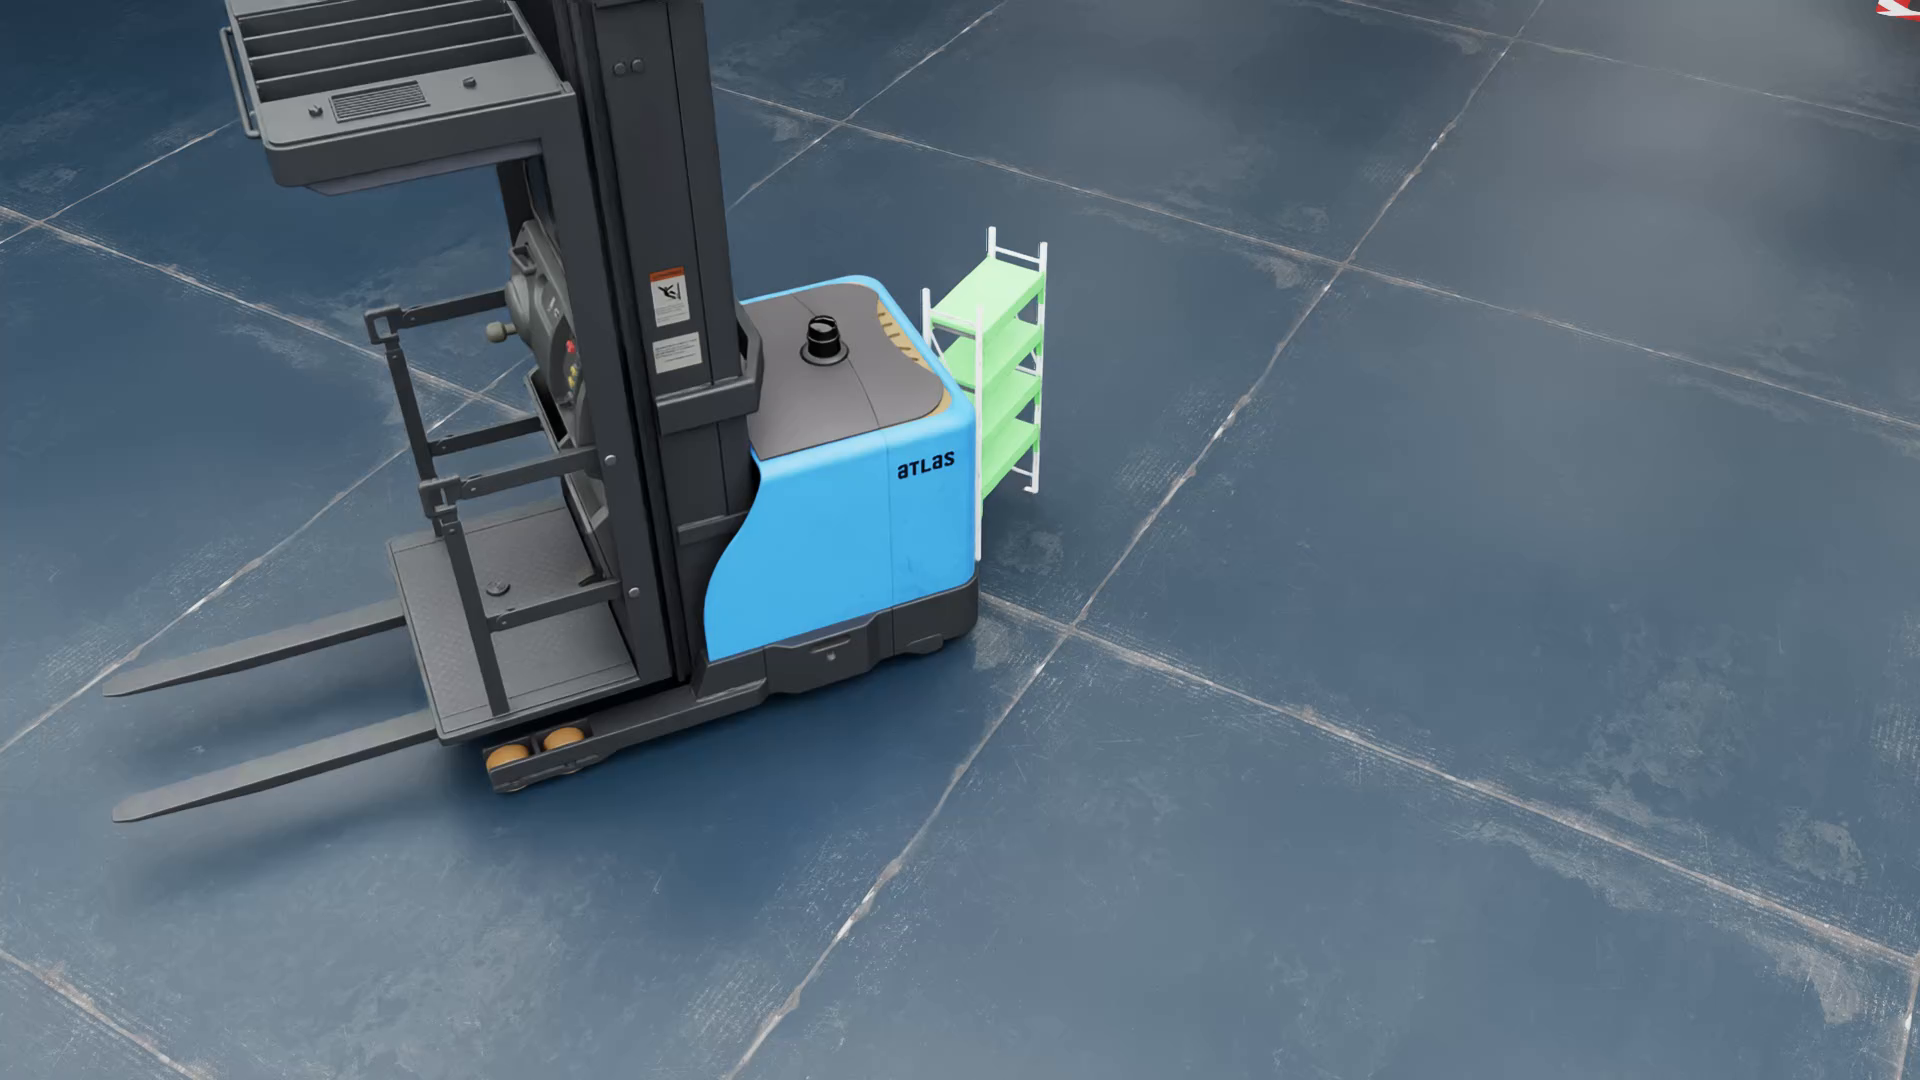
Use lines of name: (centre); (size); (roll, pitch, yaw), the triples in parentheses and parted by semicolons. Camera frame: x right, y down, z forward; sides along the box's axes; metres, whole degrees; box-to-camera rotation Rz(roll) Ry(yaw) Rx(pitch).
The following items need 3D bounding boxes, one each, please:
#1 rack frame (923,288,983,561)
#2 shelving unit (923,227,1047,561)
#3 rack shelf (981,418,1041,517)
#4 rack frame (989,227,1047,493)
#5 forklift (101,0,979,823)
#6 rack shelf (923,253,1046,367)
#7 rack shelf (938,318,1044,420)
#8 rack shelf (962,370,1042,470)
rack frame: (-0.025, -0.409, 6.307); (0.240, 1.200, 0.015); (21, 45, 22)
shelving unit: (0.096, -0.549, 6.465); (0.258, 1.200, 0.503); (21, 45, 22)
rack shelf: (0.097, -0.321, 6.666); (0.258, 0.148, 0.480); (21, 45, 22)
rack frame: (0.218, -0.689, 6.624); (0.240, 1.200, 0.015); (21, 45, 22)
forklift: (-1.494, -0.629, 5.246); (3.031, 2.935, 1.130); (-16, 44, -18)
rack shelf: (0.096, -0.862, 6.191); (0.258, 0.148, 0.480); (21, 45, 22)
rack shelf: (0.096, -0.682, 6.349); (0.258, 0.148, 0.480); (21, 45, 22)
rack shelf: (0.097, -0.501, 6.508); (0.258, 0.148, 0.480); (21, 45, 22)
